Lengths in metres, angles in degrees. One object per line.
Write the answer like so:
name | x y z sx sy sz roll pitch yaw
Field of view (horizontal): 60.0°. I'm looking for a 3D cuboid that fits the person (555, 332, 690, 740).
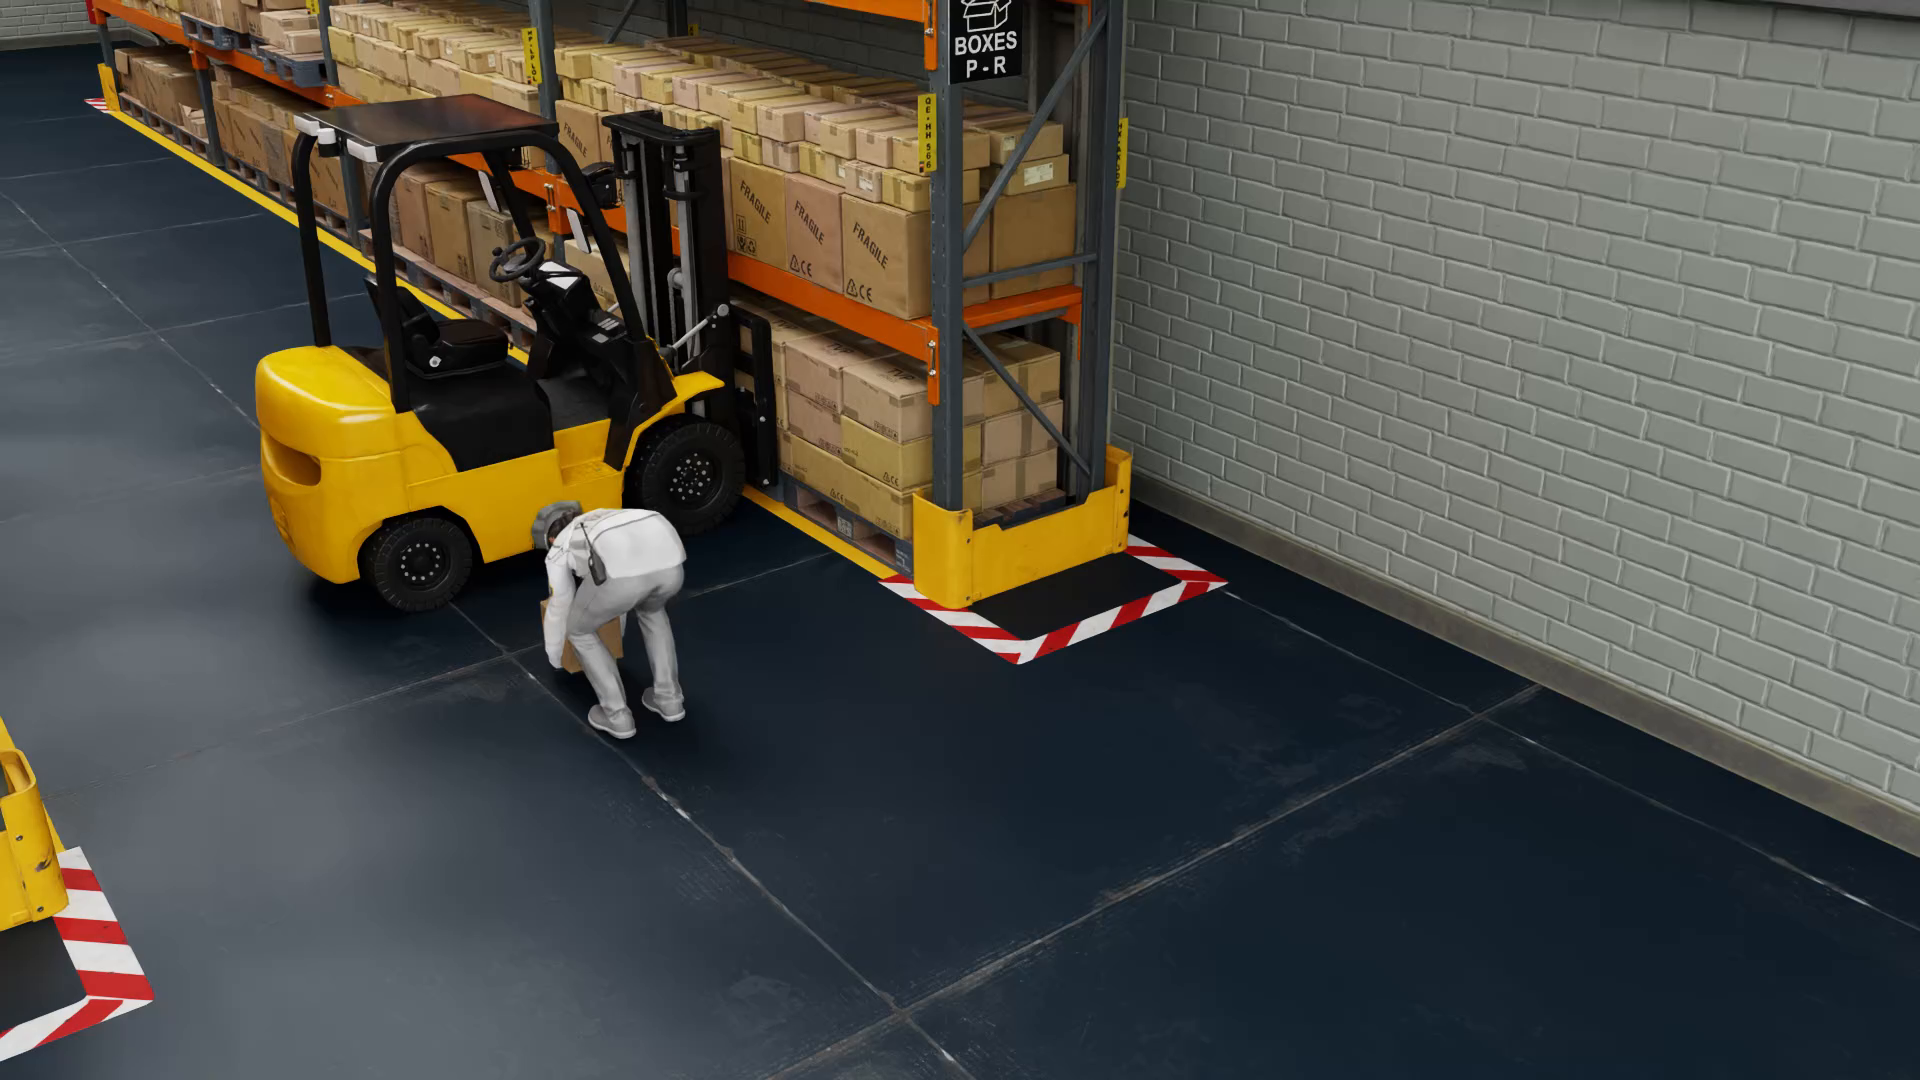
person | -1.344 0.009 6.585 0.525 1.662 0.374 -19 31 -35
